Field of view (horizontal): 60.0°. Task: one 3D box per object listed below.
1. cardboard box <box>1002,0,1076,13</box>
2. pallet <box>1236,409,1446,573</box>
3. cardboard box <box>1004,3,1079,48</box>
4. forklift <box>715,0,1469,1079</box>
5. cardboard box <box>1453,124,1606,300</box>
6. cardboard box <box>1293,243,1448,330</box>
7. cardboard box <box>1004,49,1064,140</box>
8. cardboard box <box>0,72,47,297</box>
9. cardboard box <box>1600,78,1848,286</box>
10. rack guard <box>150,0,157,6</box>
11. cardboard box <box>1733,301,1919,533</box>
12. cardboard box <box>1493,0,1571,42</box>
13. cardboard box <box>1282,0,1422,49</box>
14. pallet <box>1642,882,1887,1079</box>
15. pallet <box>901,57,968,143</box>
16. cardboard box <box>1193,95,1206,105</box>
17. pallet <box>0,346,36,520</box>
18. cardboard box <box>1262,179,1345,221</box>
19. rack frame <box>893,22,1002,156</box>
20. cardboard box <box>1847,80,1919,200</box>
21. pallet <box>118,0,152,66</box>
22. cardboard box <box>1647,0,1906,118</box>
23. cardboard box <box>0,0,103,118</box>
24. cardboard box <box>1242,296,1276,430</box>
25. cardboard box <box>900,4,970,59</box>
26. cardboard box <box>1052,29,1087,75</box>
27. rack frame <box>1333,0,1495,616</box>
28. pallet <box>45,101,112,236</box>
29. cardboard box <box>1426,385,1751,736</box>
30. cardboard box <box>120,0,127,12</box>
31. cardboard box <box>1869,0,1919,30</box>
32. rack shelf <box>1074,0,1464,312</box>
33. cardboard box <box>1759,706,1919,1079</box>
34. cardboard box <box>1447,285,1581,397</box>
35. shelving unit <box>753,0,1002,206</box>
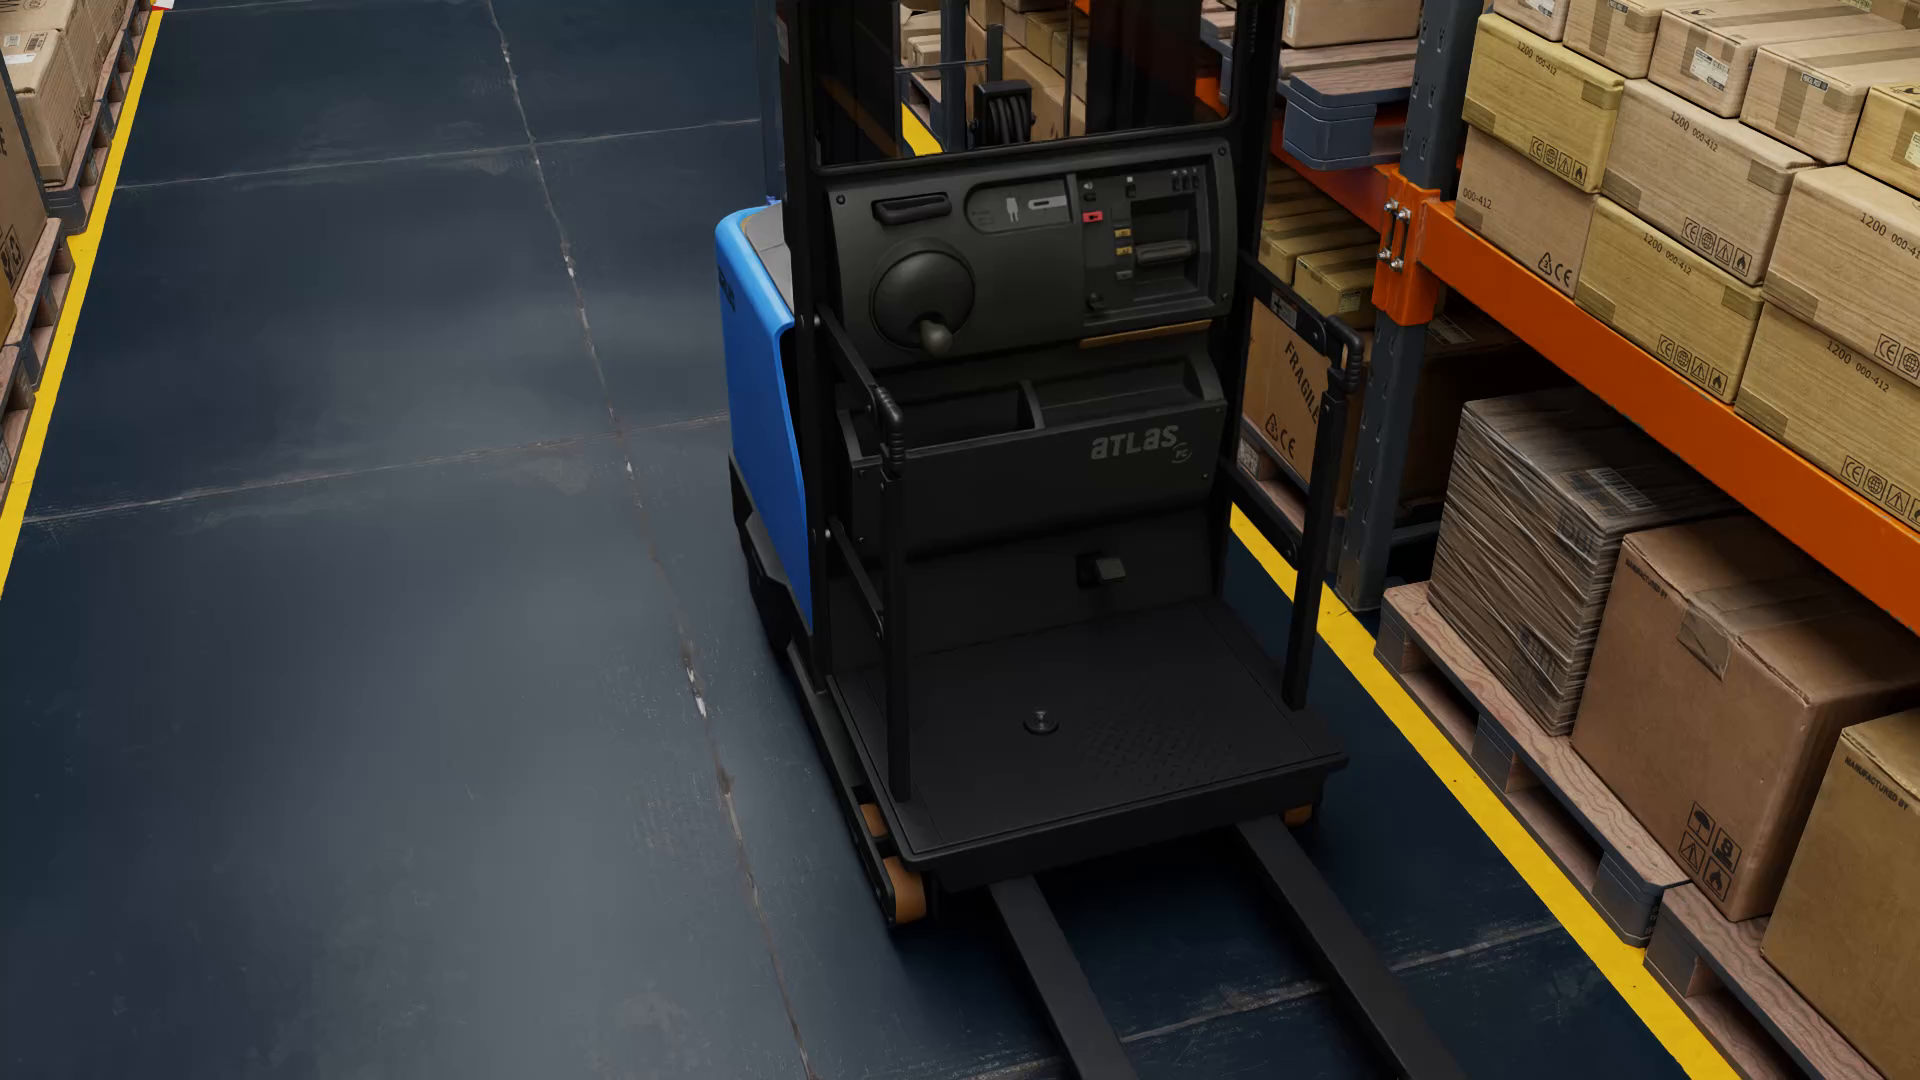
[{"bbox_3d":[0.381,-2.410,7.204,0.380,0.149,0.250,-12,35,-17],"label":"cardboard box"},{"bbox_3d":[1.429,-0.379,5.632,1.003,0.211,1.213,-10,35,-15],"label":"pallet"},{"bbox_3d":[0.415,-2.282,7.280,0.380,0.149,0.250,-11,35,-16],"label":"cardboard box"},{"bbox_3d":[0.246,-0.579,3.467,1.130,2.935,3.031,-11,35,-16],"label":"forklift"},{"bbox_3d":[1.523,-0.808,3.887,0.500,0.250,0.500,-10,35,-15],"label":"cardboard box"},{"bbox_3d":[1.229,-0.764,4.983,0.380,0.149,0.250,-12,35,-17],"label":"cardboard box"},{"bbox_3d":[0.505,-1.807,7.150,0.500,0.500,0.500,-10,35,-15],"label":"cardboard box"},{"bbox_3d":[-4.060,-1.384,6.170,0.875,0.875,0.875,-9,34,-13],"label":"cardboard box"},{"bbox_3d":[1.675,-0.753,3.351,0.500,0.250,0.500,-9,34,-13],"label":"cardboard box"},{"bbox_3d":[-5.553,-3.477,10.059,1.175,0.500,0.348,-10,35,-15],"label":"rack guard"},{"bbox_3d":[1.836,-0.273,3.079,0.500,0.250,0.500,-11,35,-16],"label":"cardboard box"},{"bbox_3d":[1.437,-1.240,3.726,0.380,0.149,0.250,-9,35,-13],"label":"cardboard box"},{"bbox_3d":[1.055,-1.495,4.638,0.380,0.149,0.250,-9,35,-14],"label":"cardboard box"},{"bbox_3d":[2.203,1.097,3.398,1.003,0.211,1.213,-10,35,-15],"label":"pallet"},{"bbox_3d":[0.192,-2.442,8.754,1.003,0.211,1.213,-10,35,-15],"label":"pallet"},{"bbox_3d":[0.824,-1.602,6.252,0.380,0.149,0.250,-10,35,-15],"label":"cardboard box"},{"bbox_3d":[-3.643,-0.210,5.377,1.003,0.211,1.213,-10,35,-15],"label":"pallet"},{"bbox_3d":[1.078,-1.048,5.413,0.380,0.149,0.250,-11,35,-16],"label":"cardboard box"},{"bbox_3d":[-0.120,-0.813,5.120,0.500,1.500,0.032,-11,35,-16],"label":"rack frame"},{"bbox_3d":[1.820,-0.707,2.920,0.380,0.149,0.250,-10,35,-14],"label":"cardboard box"},{"bbox_3d":[-5.227,-2.938,9.504,1.003,0.211,1.213,-10,35,-15],"label":"pallet"},{"bbox_3d":[1.623,-0.969,3.317,0.380,0.149,0.250,-9,35,-13],"label":"cardboard box"},{"bbox_3d":[-4.689,-2.332,8.001,0.875,0.438,0.875,-11,35,-16],"label":"cardboard box"},{"bbox_3d":[1.144,-0.727,5.516,0.500,0.500,0.500,-11,35,-15],"label":"cardboard box"},{"bbox_3d":[-0.158,-2.709,8.728,0.396,0.266,0.258,-9,34,-13],"label":"cardboard box"},{"bbox_3d":[0.600,-2.007,6.865,0.380,0.149,0.250,-11,35,-16],"label":"cardboard box"},{"bbox_3d":[1.620,-1.144,4.261,1.000,3.000,0.127,-10,35,-15],"label":"rack frame"},{"bbox_3d":[-4.483,-1.657,7.566,1.003,0.211,1.213,-10,35,-15],"label":"pallet"},{"bbox_3d":[1.798,0.001,4.301,0.875,0.625,0.625,-9,34,-13],"label":"cardboard box"},{"bbox_3d":[-5.249,-3.284,9.443,0.875,0.438,0.875,-11,35,-16],"label":"cardboard box"},{"bbox_3d":[2.120,-1.055,3.447,0.380,0.149,0.250,-10,35,-15],"label":"cardboard box"},{"bbox_3d":[1.010,-1.894,6.048,1.077,0.370,4.000,-10,35,-15],"label":"rack shelf"},{"bbox_3d":[2.210,0.696,3.249,0.875,0.625,0.625,-11,35,-17],"label":"cardboard box"},{"bbox_3d":[1.759,-0.545,5.240,0.500,0.500,0.500,-9,34,-13],"label":"cardboard box"},{"bbox_3d":[-0.284,-1.078,5.521,0.538,1.500,1.048,-11,35,-16],"label":"shelving unit"}]
